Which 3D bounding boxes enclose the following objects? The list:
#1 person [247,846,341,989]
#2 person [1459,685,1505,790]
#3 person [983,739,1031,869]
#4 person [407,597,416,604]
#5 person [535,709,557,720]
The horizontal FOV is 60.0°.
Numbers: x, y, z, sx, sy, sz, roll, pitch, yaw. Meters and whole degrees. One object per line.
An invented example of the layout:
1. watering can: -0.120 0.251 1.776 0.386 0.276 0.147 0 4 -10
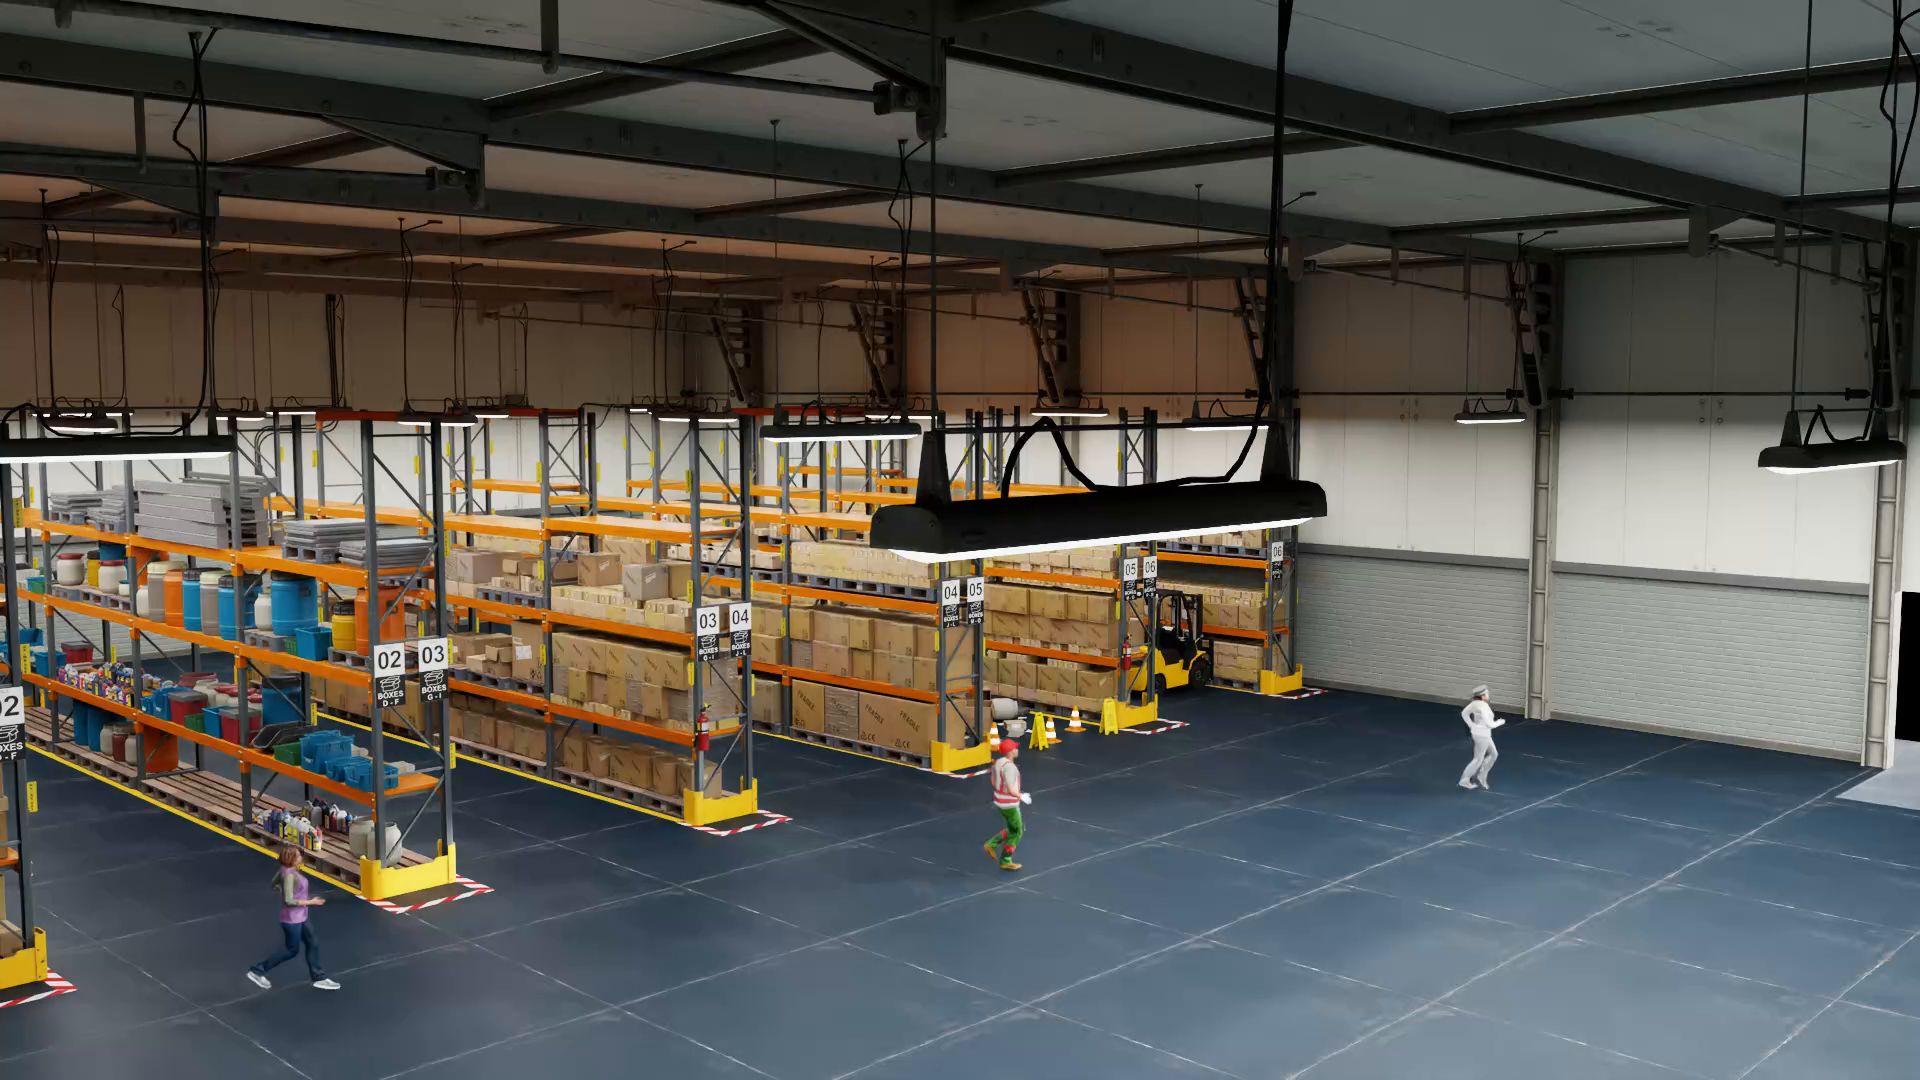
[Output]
1. person: -7.008 3.990 17.463 0.893 1.591 0.554 -2 5 -17
2. person: 8.301 3.149 26.454 0.703 1.725 0.579 0 5 4
3. person: 0.623 3.506 22.044 0.594 1.746 0.663 -1 5 -13
4. person: -12.730 2.099 38.316 0.810 1.703 0.590 -1 5 -15
5. person: -7.827 2.686 31.550 0.903 1.744 0.676 4 6 36
